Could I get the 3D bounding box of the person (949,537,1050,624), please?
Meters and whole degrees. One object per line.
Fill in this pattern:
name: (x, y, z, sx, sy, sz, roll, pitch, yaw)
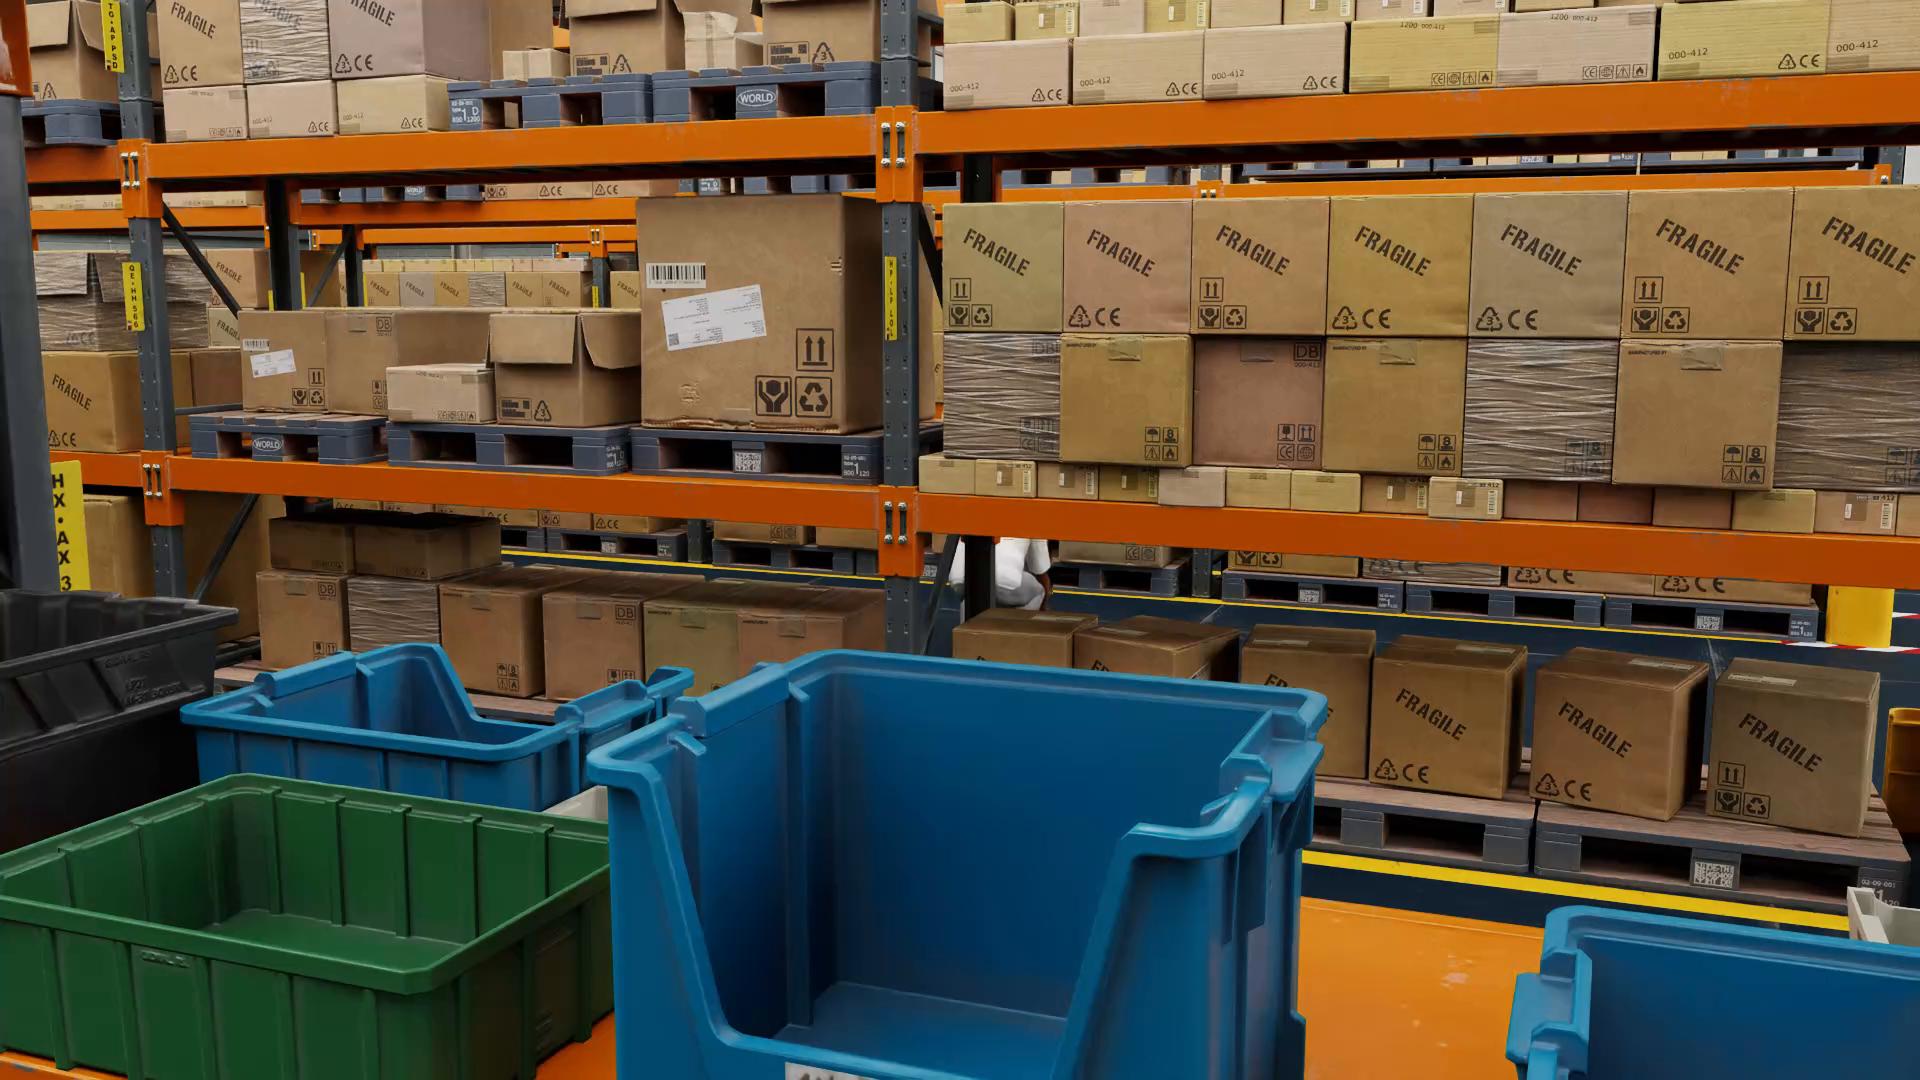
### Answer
person: (0.202, 0.193, 9.818, 0.569, 0.926, 0.897, 3, 9, 21)
